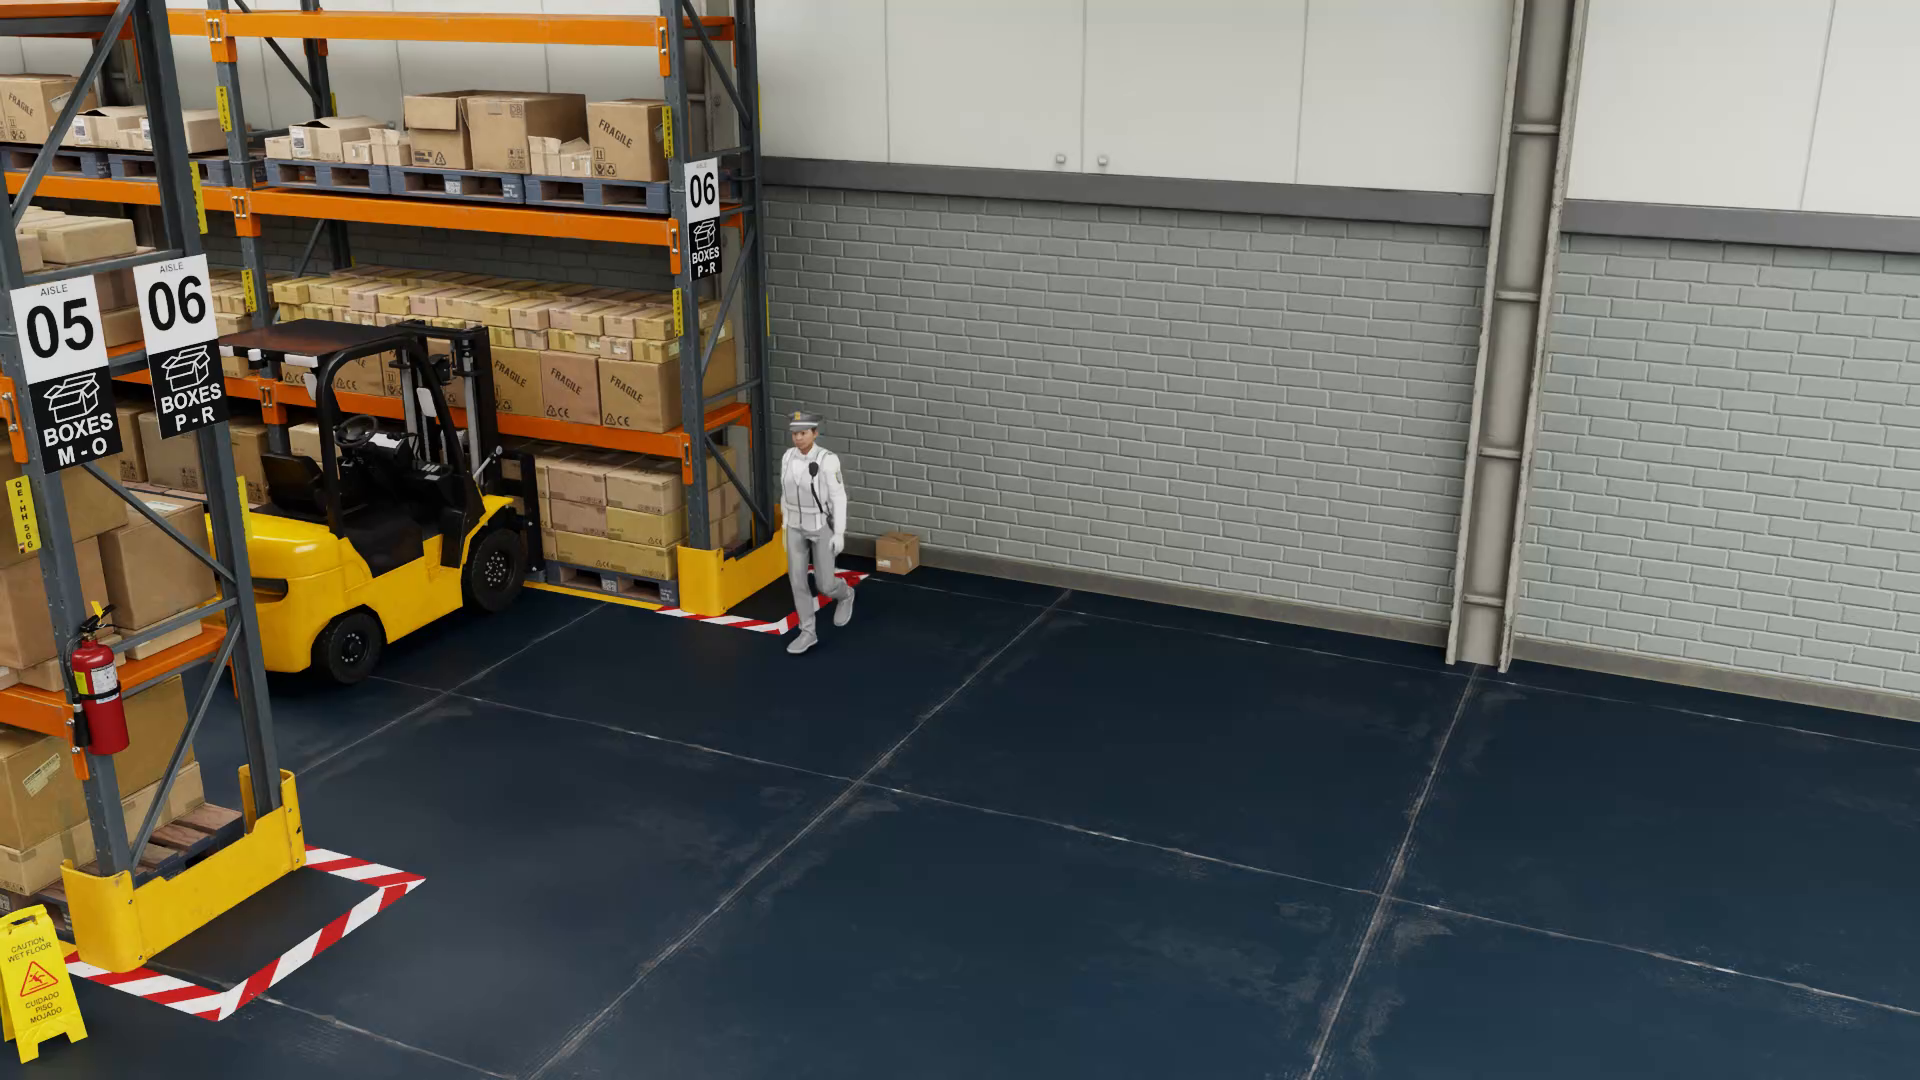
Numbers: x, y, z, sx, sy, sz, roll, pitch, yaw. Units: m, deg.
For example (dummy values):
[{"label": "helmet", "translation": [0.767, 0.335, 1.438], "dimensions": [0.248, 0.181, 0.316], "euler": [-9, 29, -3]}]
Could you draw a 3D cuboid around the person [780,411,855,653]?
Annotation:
[{"label": "person", "translation": [-0.963, -0.097, 11.244], "dimensions": [0.493, 1.669, 0.640], "euler": [9, 21, 24]}]
